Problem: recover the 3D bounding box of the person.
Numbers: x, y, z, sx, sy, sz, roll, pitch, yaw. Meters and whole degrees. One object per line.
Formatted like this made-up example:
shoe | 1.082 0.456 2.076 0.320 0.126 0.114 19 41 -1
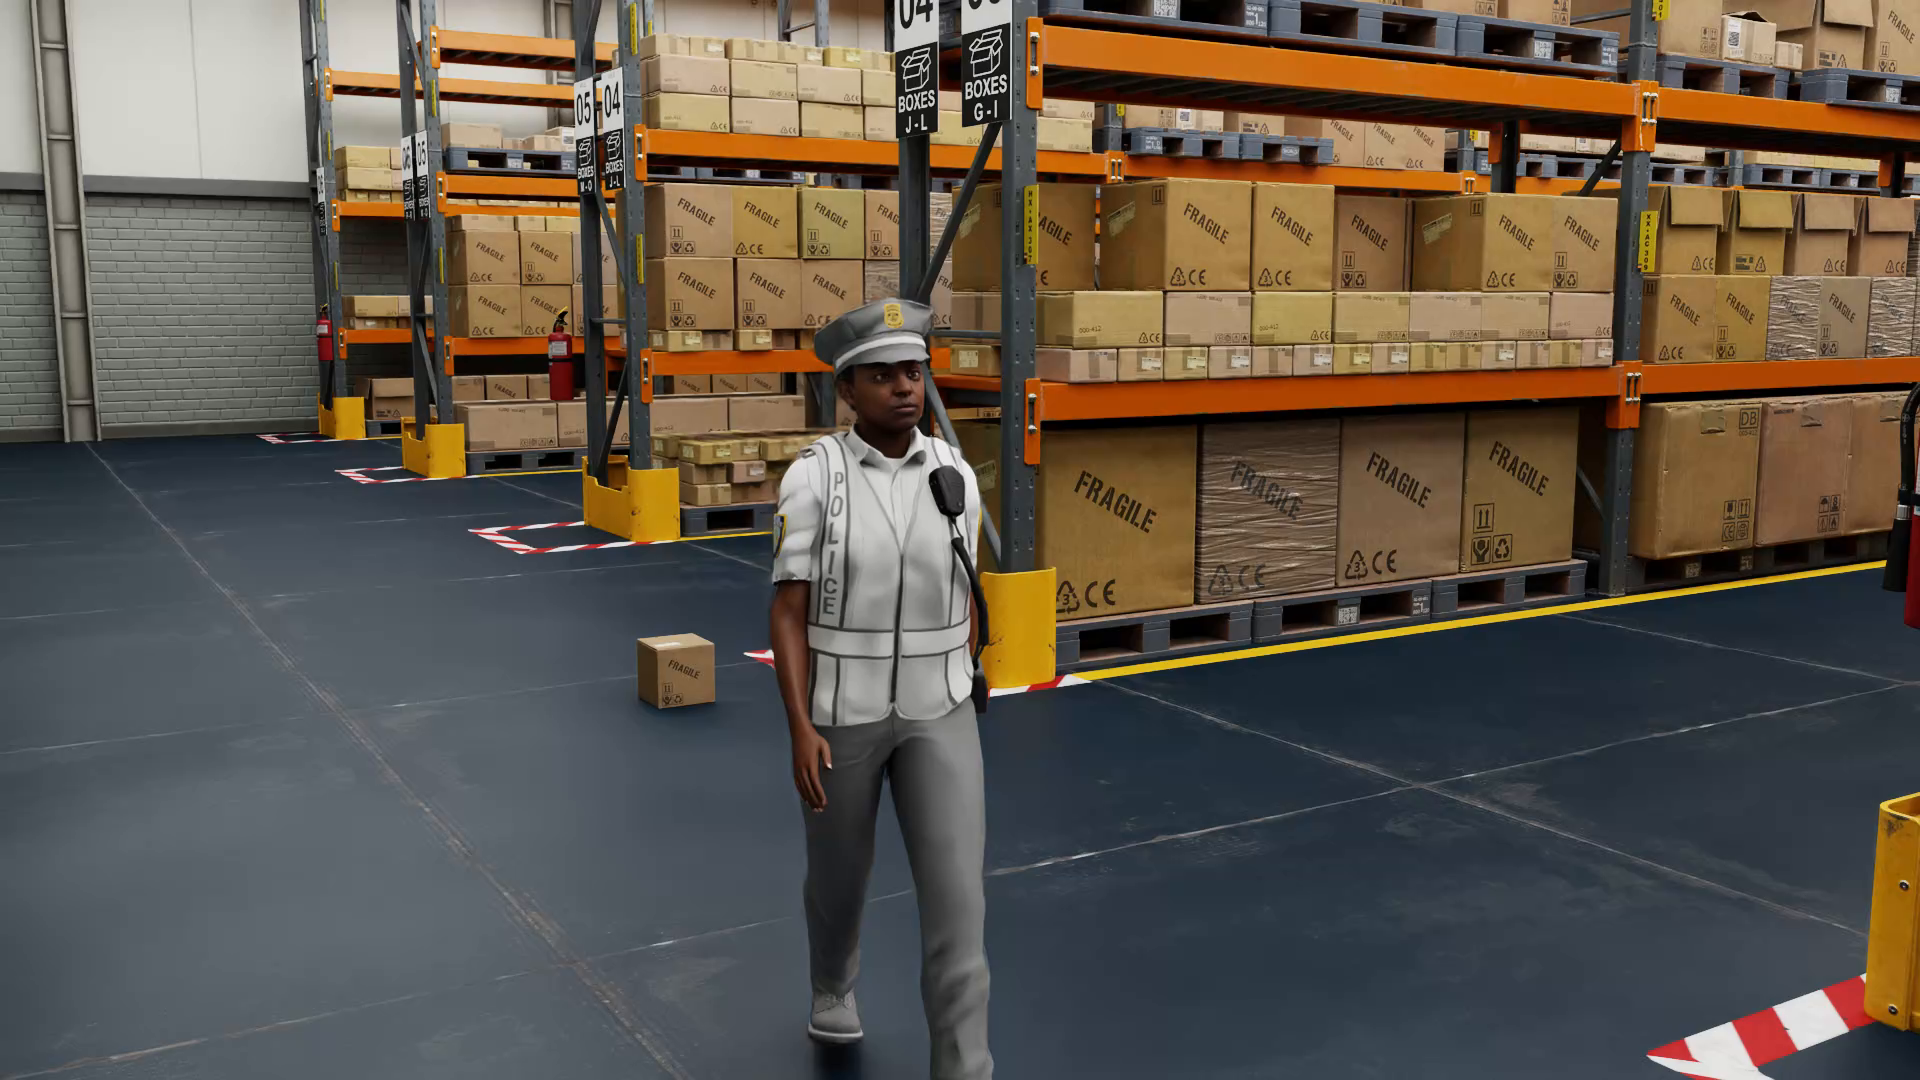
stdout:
person | -0.150 0.343 3.301 0.449 1.632 0.988 -2 8 -12
